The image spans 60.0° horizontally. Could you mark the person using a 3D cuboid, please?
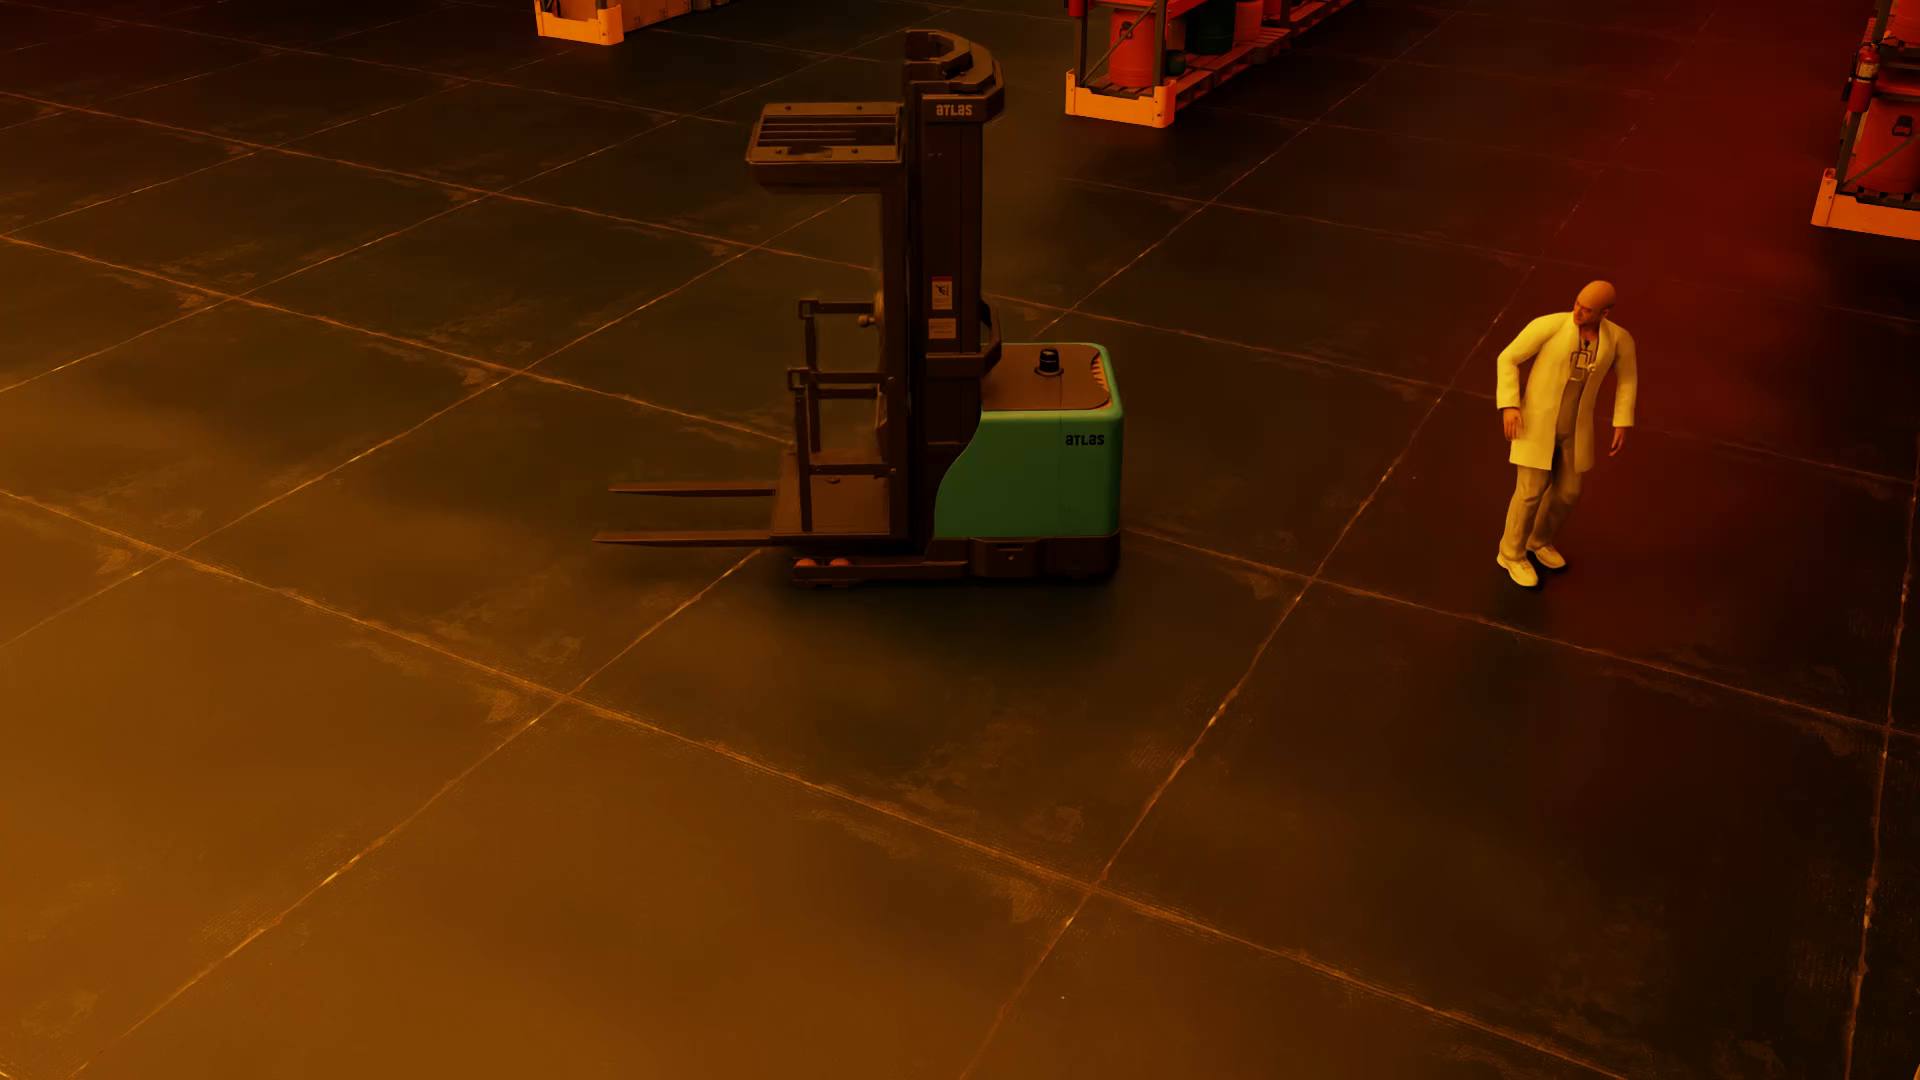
[{"bbox_3d":[3.397,-0.607,9.310,0.794,1.752,0.554,-3,30,-6],"label":"person"}]

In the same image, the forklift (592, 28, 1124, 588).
[{"bbox_3d":[-0.610,-1.261,9.256,3.031,2.935,1.130,-1,30,-1],"label":"forklift"}]
